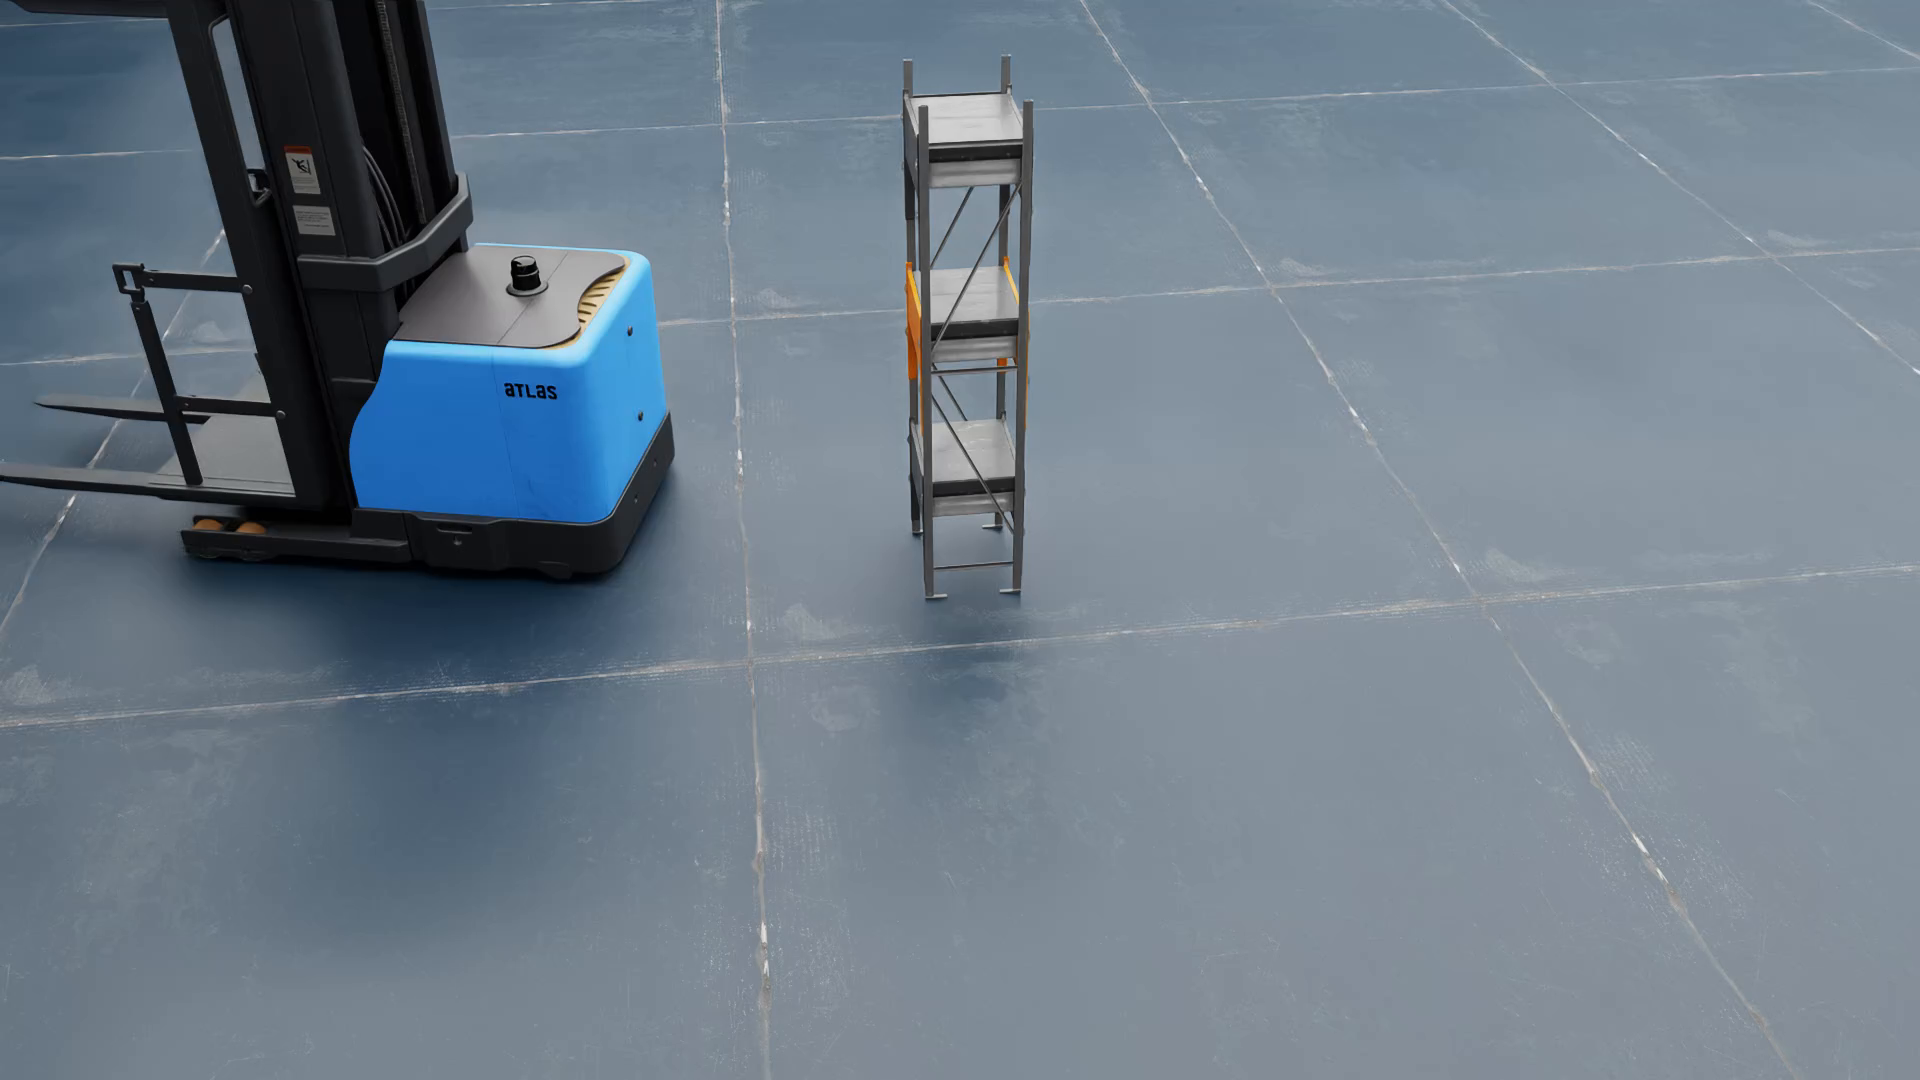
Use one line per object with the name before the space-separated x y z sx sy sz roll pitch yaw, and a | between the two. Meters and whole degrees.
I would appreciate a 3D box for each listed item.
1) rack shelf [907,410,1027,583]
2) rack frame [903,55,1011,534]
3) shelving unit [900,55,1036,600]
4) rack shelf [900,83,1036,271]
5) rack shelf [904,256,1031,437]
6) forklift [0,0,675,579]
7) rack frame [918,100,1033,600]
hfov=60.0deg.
rack shelf | 0.022 -0.186 6.925 0.431 0.518 0.480 -4 35 -6
rack frame | -0.011 -0.911 6.723 0.400 2.100 0.015 -4 35 -6
shelving unit | 0.022 -0.775 6.523 0.431 2.100 0.503 -4 35 -6
rack shelf | 0.022 -1.342 6.137 0.431 0.518 0.480 -4 35 -6
rack shelf | 0.022 -0.764 6.531 0.431 0.518 0.480 -4 35 -6
forklift | -2.876 -1.408 6.714 3.031 2.935 1.130 4 34 6
rack frame | 0.055 -0.639 6.323 0.400 2.100 0.015 -4 35 -6
